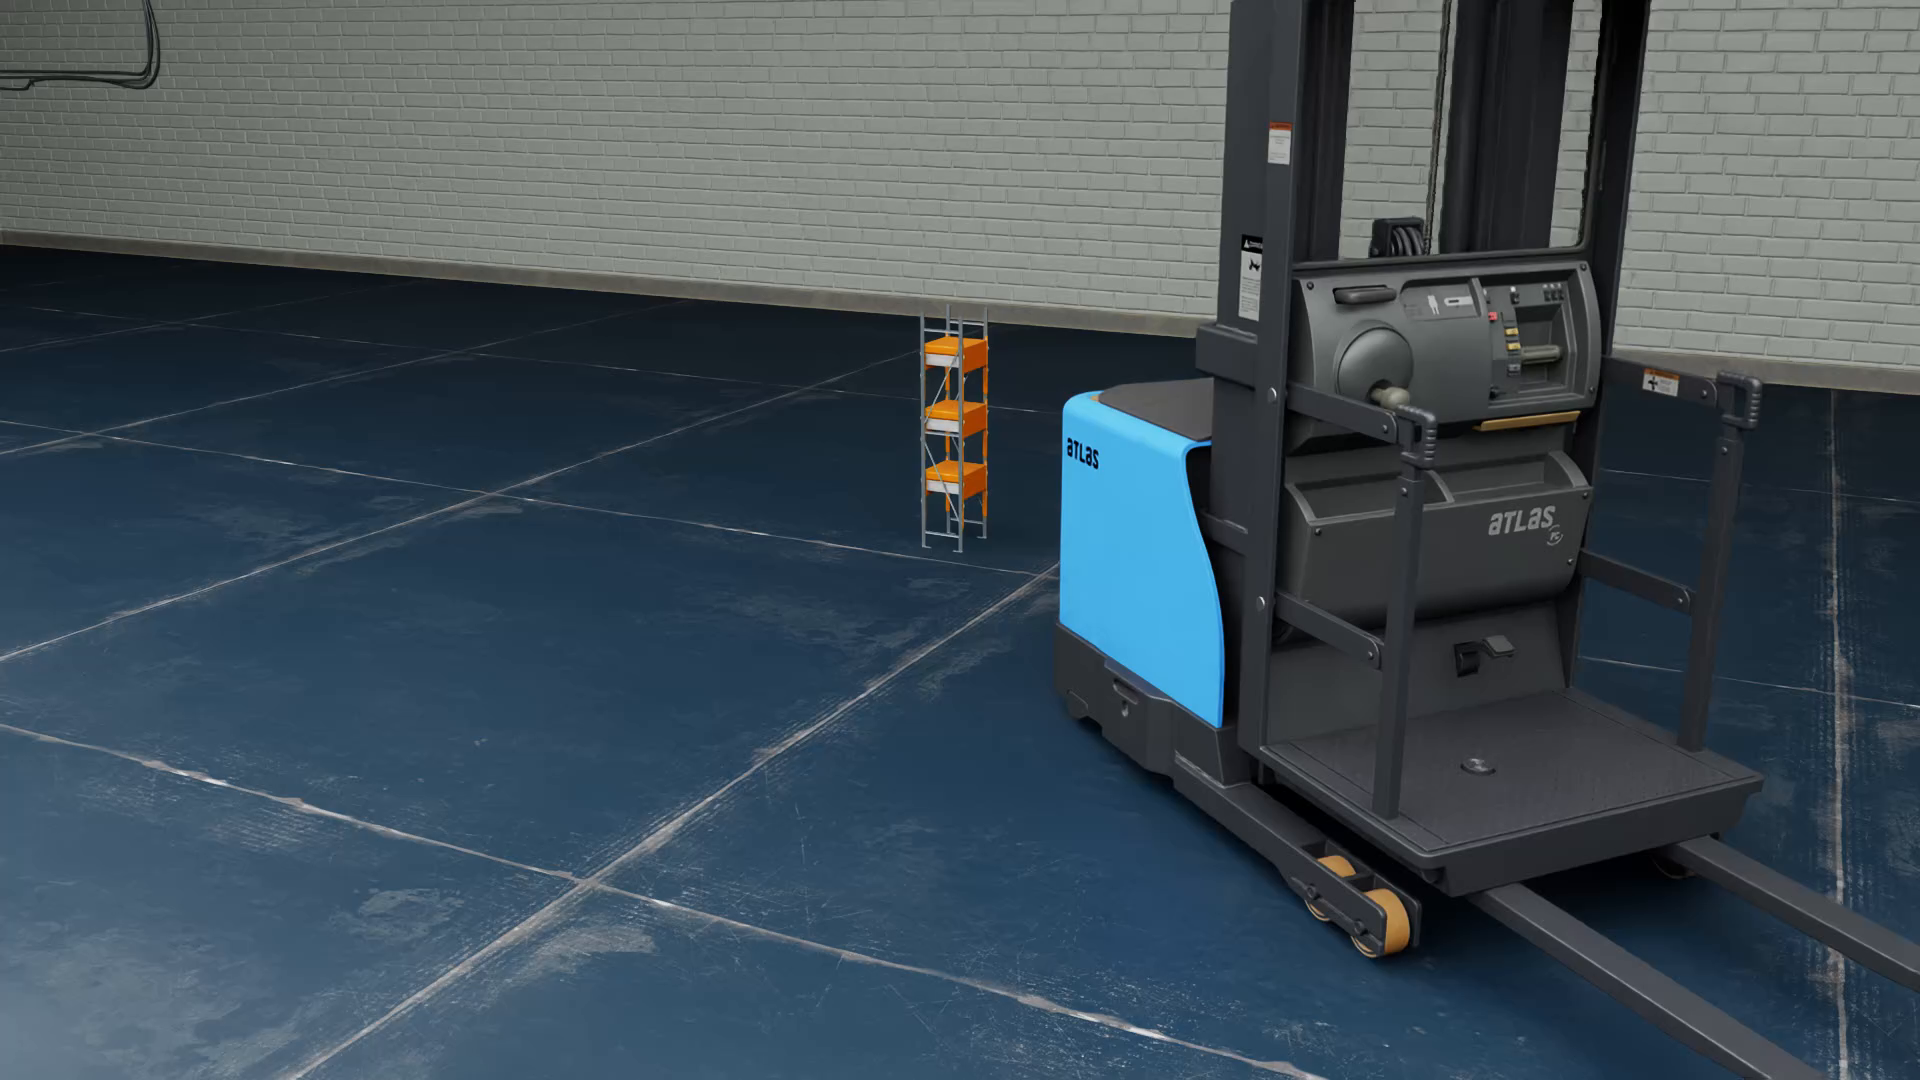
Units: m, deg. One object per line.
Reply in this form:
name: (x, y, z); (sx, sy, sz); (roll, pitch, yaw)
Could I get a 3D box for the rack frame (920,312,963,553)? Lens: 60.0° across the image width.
rack frame: (-0.078, -0.459, 7.224); (0.200, 1.050, 0.008); (8, 18, 25)

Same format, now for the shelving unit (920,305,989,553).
shelving unit: (-0.024, -0.490, 7.329); (0.215, 1.050, 0.252); (8, 18, 25)

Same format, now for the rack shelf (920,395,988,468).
rack shelf: (-0.024, -0.479, 7.332); (0.215, 0.259, 0.240); (8, 18, 25)

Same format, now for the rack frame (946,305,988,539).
rack frame: (0.031, -0.521, 7.434); (0.200, 1.050, 0.008); (8, 18, 25)

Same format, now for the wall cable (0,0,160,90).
wall cable: (-9.522, -5.969, 17.270); (3.097, 2.526, 0.112); (8, 18, 25)

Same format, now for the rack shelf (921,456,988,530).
rack shelf: (-0.024, -0.213, 7.411); (0.215, 0.259, 0.240); (8, 18, 25)

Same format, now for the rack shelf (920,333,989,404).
rack shelf: (-0.024, -0.752, 7.251); (0.215, 0.259, 0.240); (8, 18, 25)

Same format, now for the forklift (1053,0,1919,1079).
forklift: (1.370, -0.520, 4.127); (1.130, 2.935, 3.031); (-7, 18, -23)
